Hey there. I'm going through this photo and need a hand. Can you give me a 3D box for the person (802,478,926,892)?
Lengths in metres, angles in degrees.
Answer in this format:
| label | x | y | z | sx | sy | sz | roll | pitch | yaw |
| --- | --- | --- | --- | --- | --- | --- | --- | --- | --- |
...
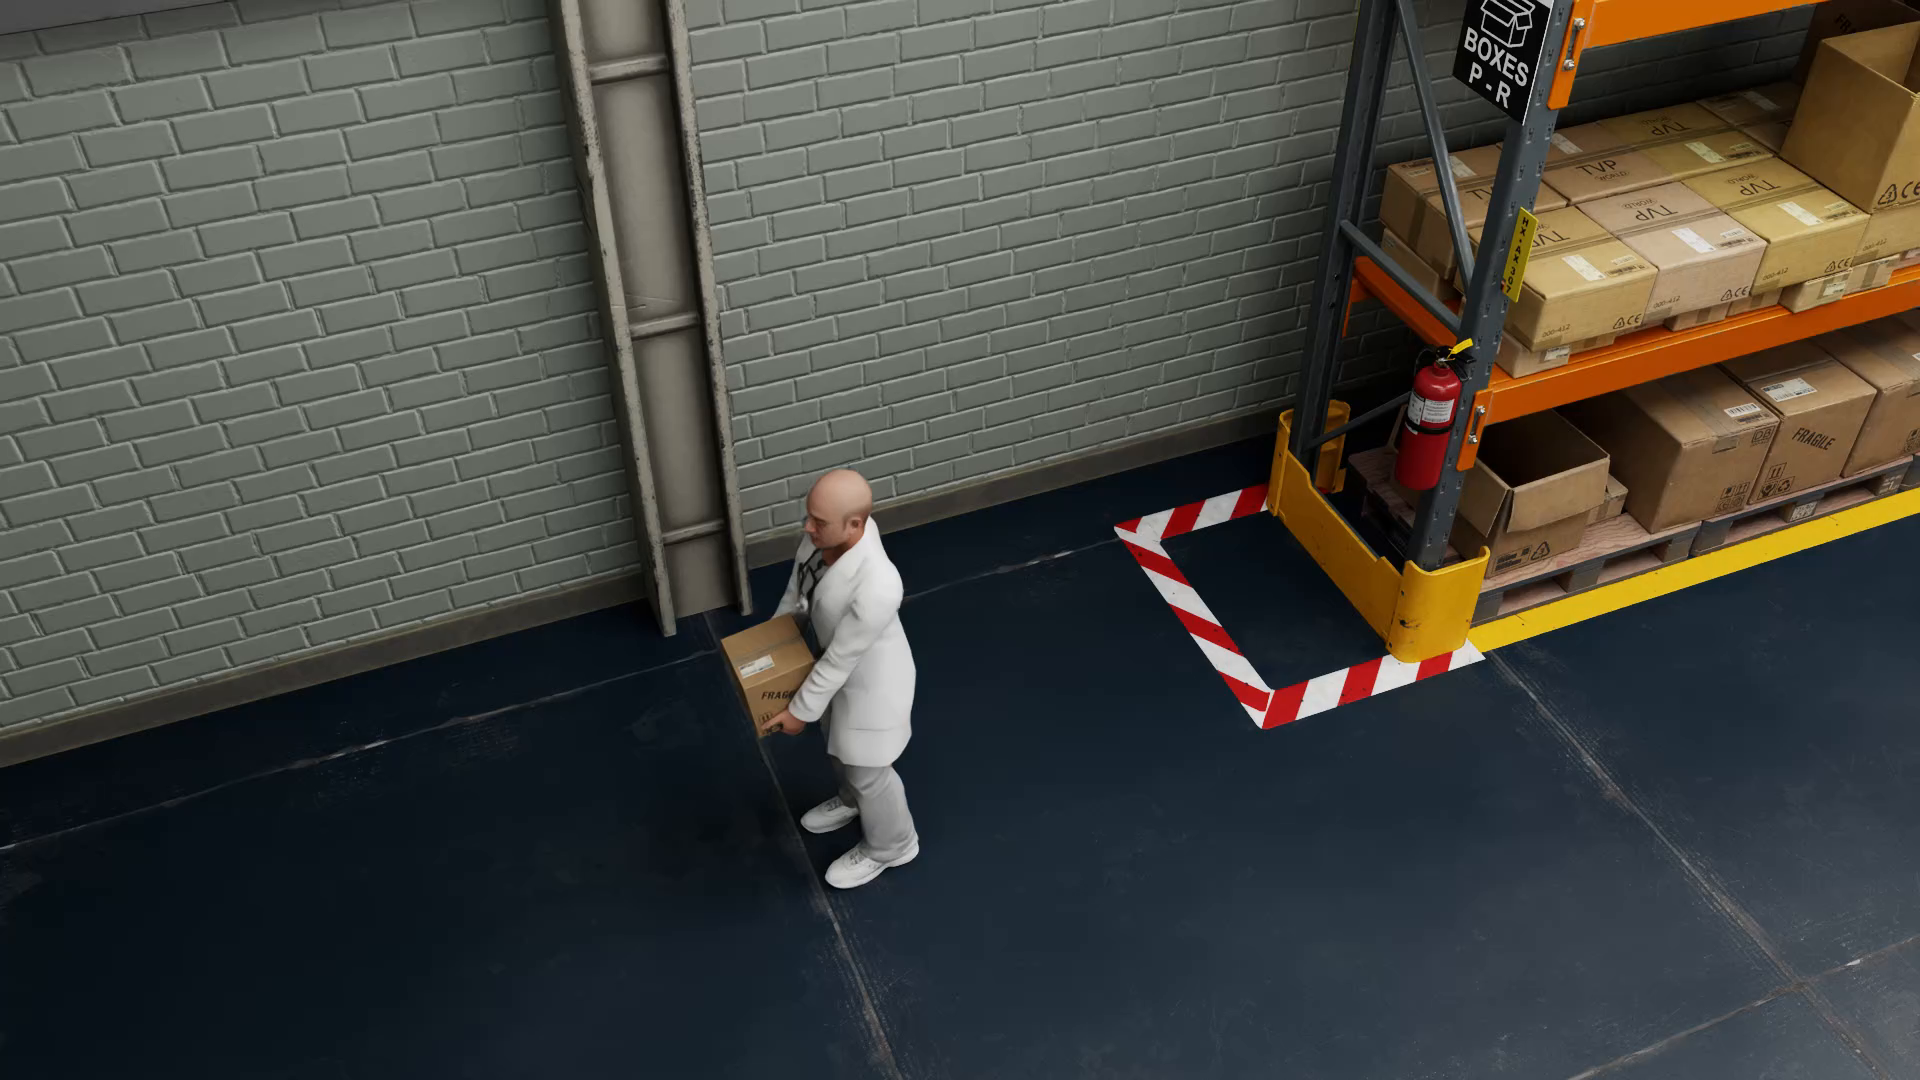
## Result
| label | x | y | z | sx | sy | sz | roll | pitch | yaw |
| --- | --- | --- | --- | --- | --- | --- | --- | --- | --- |
| person | -0.340 | 0.472 | 5.632 | 0.429 | 1.772 | 0.649 | -18 | 44 | -19 |
